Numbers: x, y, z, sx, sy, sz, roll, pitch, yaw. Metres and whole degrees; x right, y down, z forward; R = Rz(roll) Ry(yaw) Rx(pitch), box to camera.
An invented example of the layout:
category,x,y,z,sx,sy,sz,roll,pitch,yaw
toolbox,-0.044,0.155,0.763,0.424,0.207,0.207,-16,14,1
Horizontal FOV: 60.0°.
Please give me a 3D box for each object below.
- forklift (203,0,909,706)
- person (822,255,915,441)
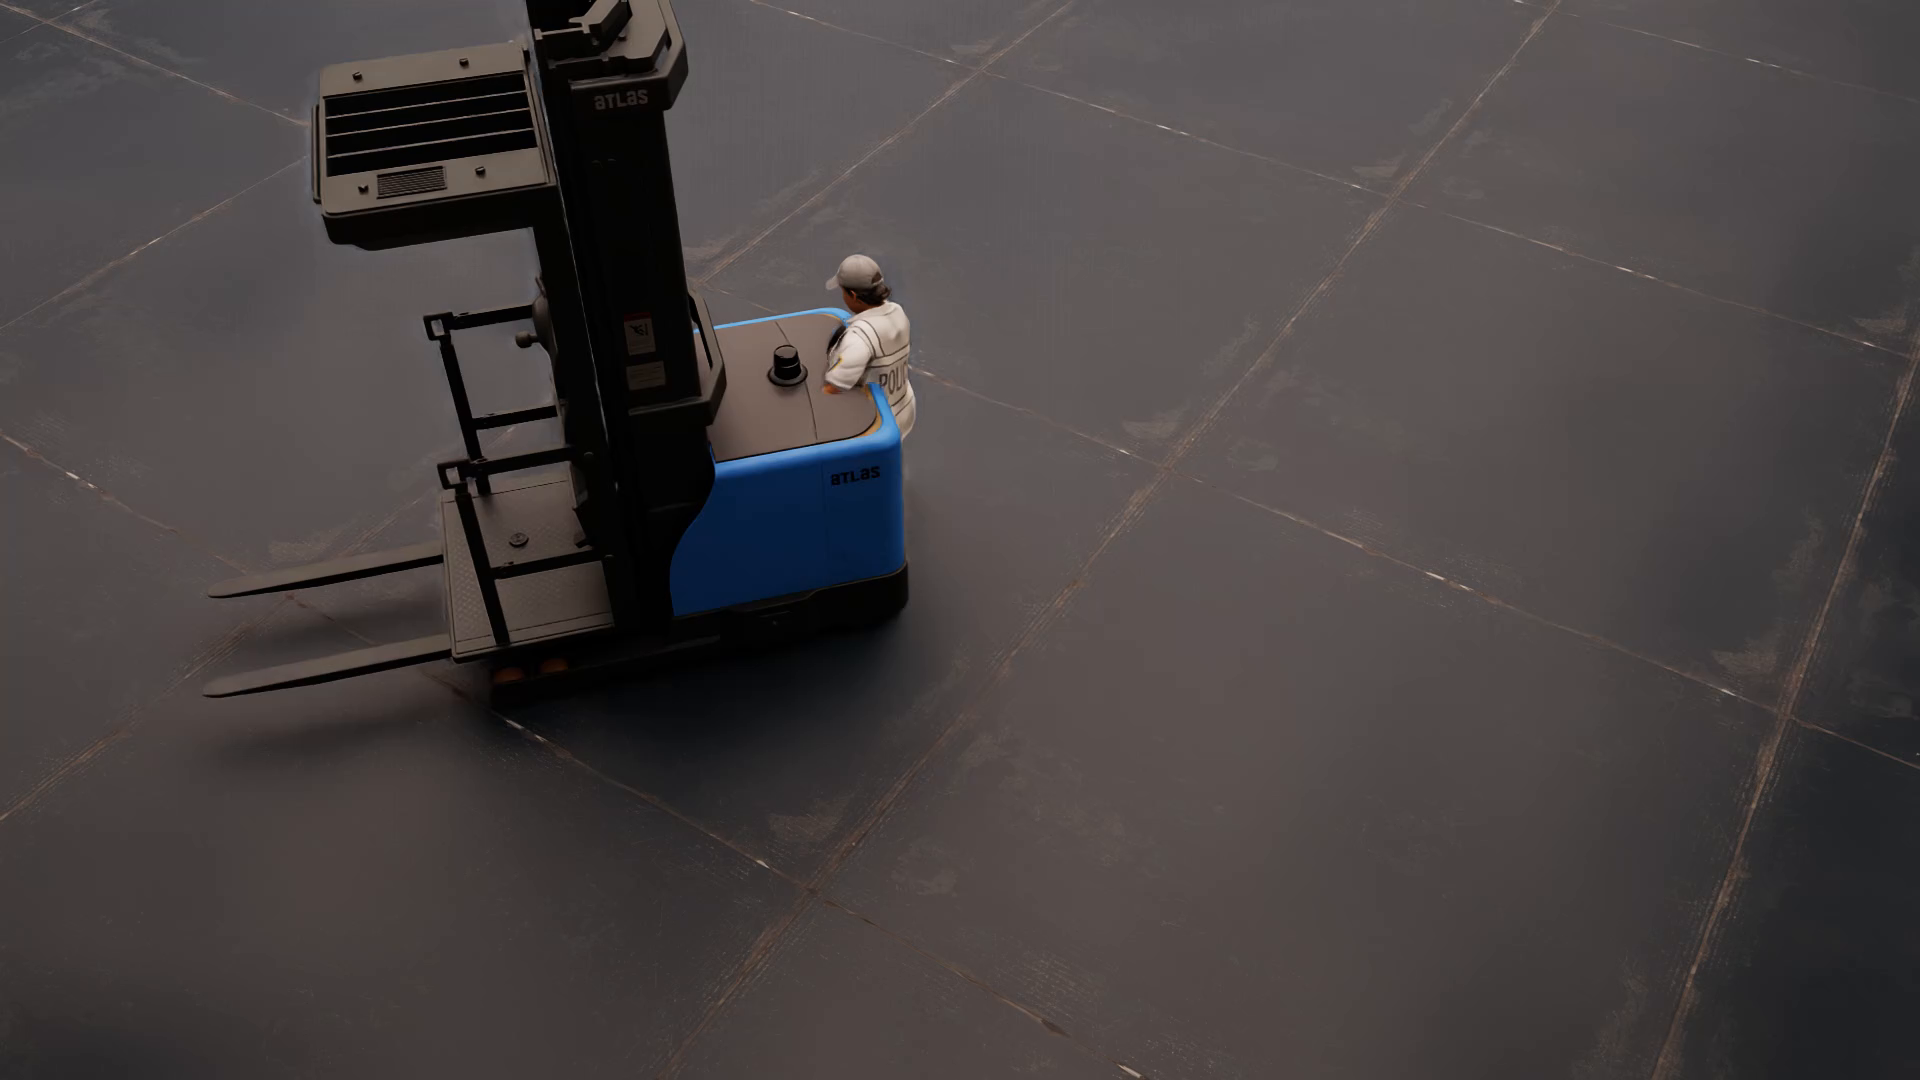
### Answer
category,x,y,z,sx,sy,sz,roll,pitch,yaw
forklift,-1.810,-0.757,6.647,3.031,2.935,1.130,-11,45,-12
person,-0.552,-0.664,7.550,0.744,1.468,0.850,20,47,20
